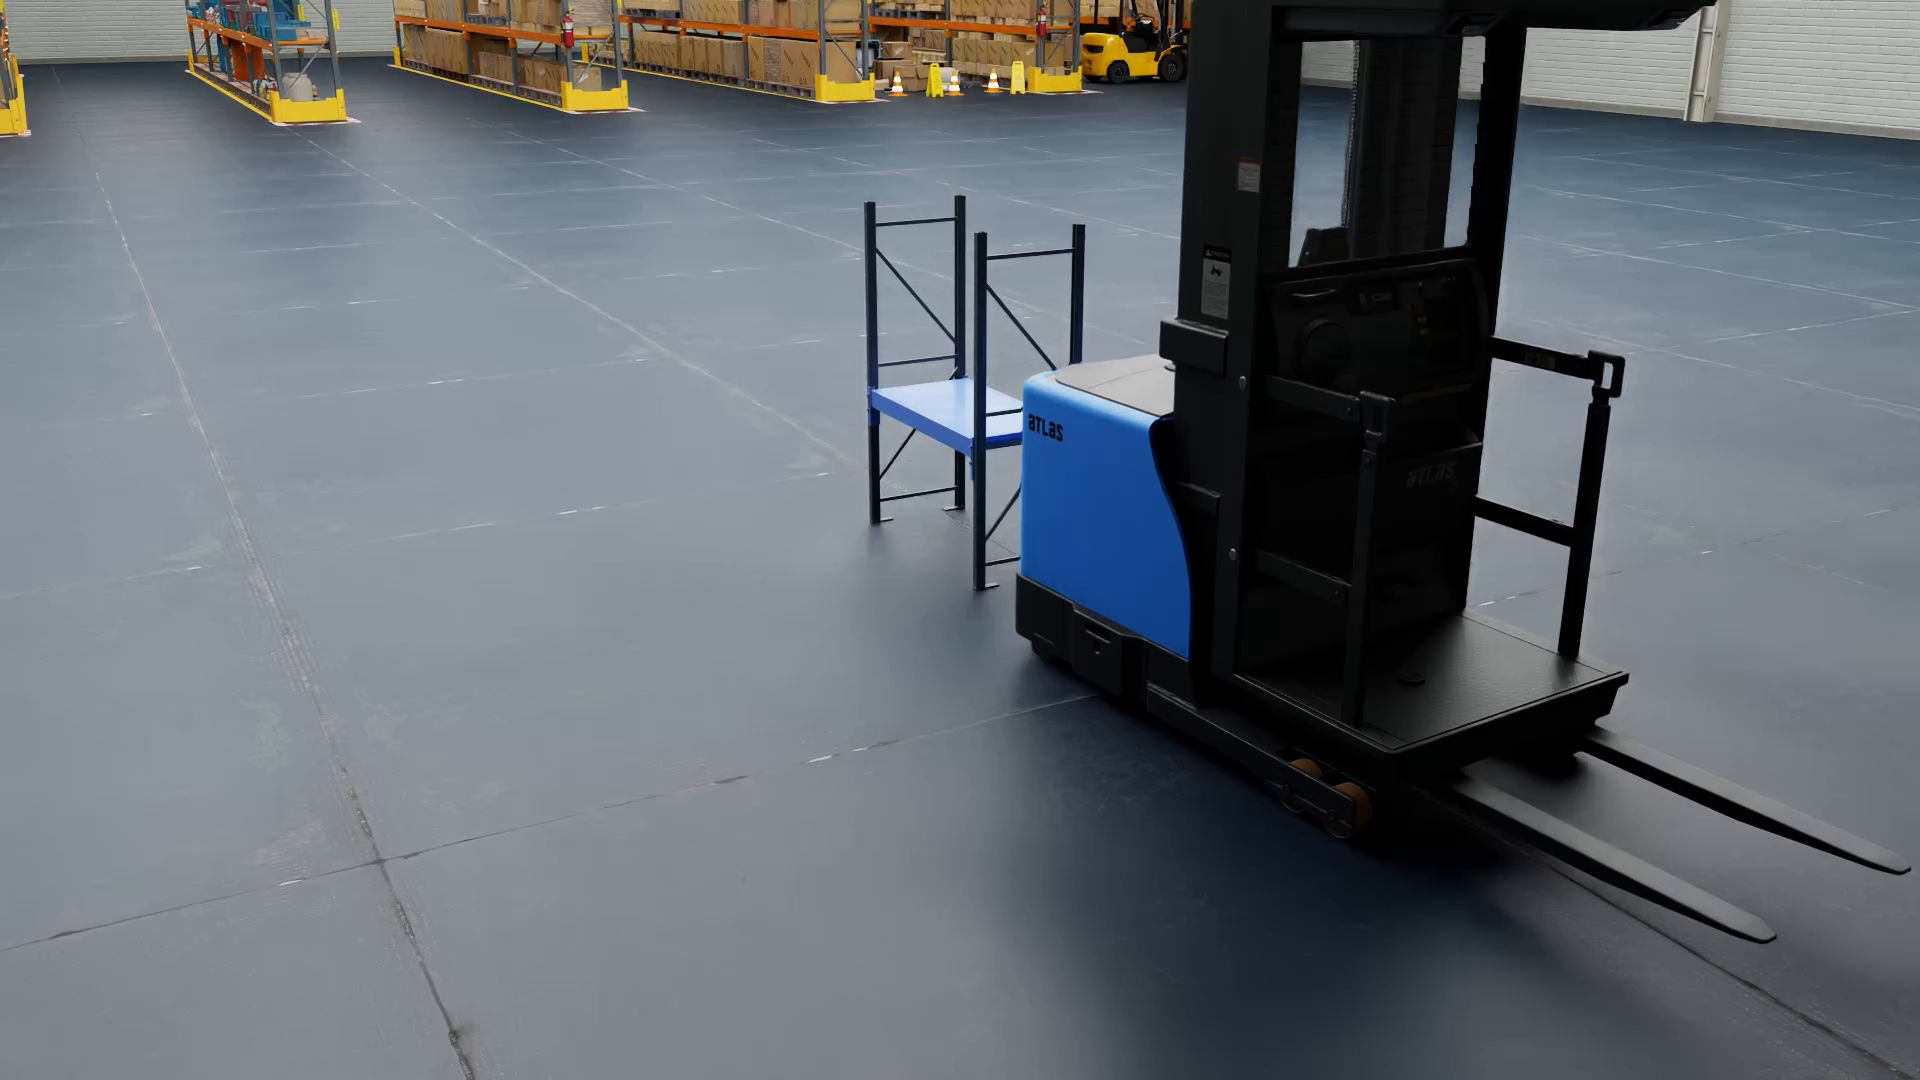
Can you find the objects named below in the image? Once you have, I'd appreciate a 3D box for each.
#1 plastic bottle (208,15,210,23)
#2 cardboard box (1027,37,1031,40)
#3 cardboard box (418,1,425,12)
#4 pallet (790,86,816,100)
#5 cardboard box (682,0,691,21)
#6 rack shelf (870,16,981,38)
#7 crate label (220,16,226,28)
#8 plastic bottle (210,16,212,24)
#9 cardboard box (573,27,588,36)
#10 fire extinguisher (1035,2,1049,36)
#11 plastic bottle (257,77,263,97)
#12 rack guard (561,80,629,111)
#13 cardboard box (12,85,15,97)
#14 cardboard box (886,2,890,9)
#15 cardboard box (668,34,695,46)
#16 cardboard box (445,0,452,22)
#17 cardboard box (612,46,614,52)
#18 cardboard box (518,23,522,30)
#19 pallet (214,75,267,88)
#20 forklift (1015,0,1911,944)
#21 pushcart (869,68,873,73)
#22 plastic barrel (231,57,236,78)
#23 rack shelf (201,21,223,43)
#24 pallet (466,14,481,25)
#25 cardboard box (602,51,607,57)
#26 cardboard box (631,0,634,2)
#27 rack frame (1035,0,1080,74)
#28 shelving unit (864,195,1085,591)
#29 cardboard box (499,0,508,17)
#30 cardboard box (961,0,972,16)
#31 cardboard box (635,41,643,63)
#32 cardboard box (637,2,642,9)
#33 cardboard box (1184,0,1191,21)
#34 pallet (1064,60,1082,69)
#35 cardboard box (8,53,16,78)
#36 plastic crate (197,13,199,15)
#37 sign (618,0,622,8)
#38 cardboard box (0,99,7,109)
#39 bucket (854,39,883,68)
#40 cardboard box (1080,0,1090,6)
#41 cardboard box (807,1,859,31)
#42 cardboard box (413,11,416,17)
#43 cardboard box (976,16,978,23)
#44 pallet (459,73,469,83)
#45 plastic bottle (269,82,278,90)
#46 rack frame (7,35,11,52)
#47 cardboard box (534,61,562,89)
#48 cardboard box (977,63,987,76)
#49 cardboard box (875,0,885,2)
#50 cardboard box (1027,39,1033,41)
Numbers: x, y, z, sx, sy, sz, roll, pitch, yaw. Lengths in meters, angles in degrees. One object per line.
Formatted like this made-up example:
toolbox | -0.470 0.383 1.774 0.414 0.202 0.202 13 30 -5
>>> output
plastic bottle | -16.601 -11.567 36.858 0.097 0.201 0.097 0 19 0
cardboard box | 1.991 -13.197 44.467 0.500 0.500 0.500 -10 22 -27
cardboard box | -12.818 -12.946 40.325 0.500 0.250 0.500 -10 22 -28
pallet | -2.715 -8.984 33.343 1.003 0.211 1.213 -10 21 -27
cardboard box | -6.089 -12.258 38.403 0.500 0.500 0.500 -10 21 -26
rack shelf | -0.807 -12.263 39.673 1.077 0.370 4.000 -10 21 -27
crate label | -14.967 -10.617 34.057 0.303 0.233 0.416 -10 21 -27
plastic bottle | -16.381 -11.434 36.473 0.097 0.201 0.097 0 19 0
cardboard box | -6.996 -9.277 30.301 0.380 0.149 0.250 -10 21 -27
fire extinguisher | 1.691 -10.740 34.275 0.296 0.674 0.183 -10 21 -27
plastic bottle | -12.830 -8.332 30.566 0.144 0.351 0.185 -11 22 -29
rack guard | -6.715 -8.186 30.587 1.175 0.500 0.348 -10 21 -27
cardboard box | -17.514 -8.160 30.253 0.500 0.250 0.500 -9 21 -25
cardboard box | -1.572 -12.963 40.340 0.380 0.149 0.250 -12 22 -30
cardboard box | -6.620 -11.908 39.582 0.500 0.250 0.500 -11 22 -28
cardboard box | -11.412 -12.085 37.902 0.500 0.500 0.500 -11 22 -28
cardboard box | -8.956 -12.949 43.831 0.380 0.149 0.250 -11 22 -29
cardboard box | -8.491 -10.125 32.761 0.380 0.149 0.250 -10 21 -27
pallet | -15.823 -10.126 36.654 1.003 0.211 1.213 -10 21 -27
forklift | 1.434 -0.660 5.050 1.130 2.935 3.031 -12 22 -31
pushcart | -1.840 -10.422 37.255 0.936 0.377 1.648 16 25 39
plastic barrel | -15.431 -10.183 35.714 0.421 0.512 0.421 0 19 0
rack shelf | -15.787 -11.109 36.329 1.077 0.370 4.000 -10 21 -27
pallet | -10.046 -11.363 36.258 1.213 0.211 1.003 -10 21 -27
cardboard box | -9.305 -12.962 44.324 0.380 0.149 0.250 -11 22 -29
cardboard box | -7.934 -13.417 41.202 0.380 0.149 0.250 -9 21 -25
rack frame | 2.042 -10.880 34.565 1.000 3.000 0.127 -10 21 -27
shelving unit | 0.041 -0.684 7.316 0.538 1.500 1.048 -10 21 -27
cardboard box | -8.833 -11.226 34.001 1.000 1.000 1.000 -10 21 -26
cardboard box | 0.365 -11.907 36.929 0.500 0.500 0.500 -10 21 -27
cardboard box | -7.847 -12.293 41.847 0.500 0.500 0.500 -9 21 -25
cardboard box | -7.691 -13.129 40.821 0.380 0.149 0.250 -11 22 -29
cardboard box | 5.462 -12.096 37.933 0.500 0.500 0.500 -10 22 -28
pallet | 2.967 -12.386 43.204 1.003 0.211 1.213 -10 21 -27
cardboard box | -20.611 -10.186 35.710 0.500 0.500 0.500 -10 21 -27
plastic crate | -17.504 -12.201 38.722 0.437 0.125 0.590 -10 21 -27
sign | -6.202 -9.839 30.219 0.100 0.325 0.005 -10 21 -27
cardboard box | -15.458 -6.899 26.598 0.500 0.250 0.500 -10 21 -27
bucket | -2.072 -10.722 36.794 0.726 0.611 0.620 -3 9 -8
cardboard box | 3.340 -13.507 41.641 0.500 0.250 0.500 -10 21 -26
cardboard box | -2.482 -10.255 32.522 0.875 0.550 0.550 -10 21 -27
cardboard box | -13.300 -13.004 41.103 0.380 0.149 0.250 -10 21 -26
cardboard box | 0.570 -11.486 36.704 0.380 0.149 0.250 -10 21 -27
pallet | -10.786 -10.562 37.916 1.003 0.211 1.213 -10 21 -27
plastic bottle | -12.510 -8.205 30.312 0.152 0.276 0.135 -10 21 -27
rack frame | -22.997 -12.405 38.983 1.000 3.000 0.127 -10 21 -27
cardboard box | -8.145 -9.226 32.959 0.500 0.500 0.500 -3 19 -9
cardboard box | 0.703 -10.413 36.781 0.500 0.250 0.500 -10 22 -27
cardboard box | -1.747 -13.398 40.608 0.500 0.500 0.500 -11 22 -28
cardboard box | 1.408 -10.709 36.491 0.500 0.500 0.500 -10 21 -26
